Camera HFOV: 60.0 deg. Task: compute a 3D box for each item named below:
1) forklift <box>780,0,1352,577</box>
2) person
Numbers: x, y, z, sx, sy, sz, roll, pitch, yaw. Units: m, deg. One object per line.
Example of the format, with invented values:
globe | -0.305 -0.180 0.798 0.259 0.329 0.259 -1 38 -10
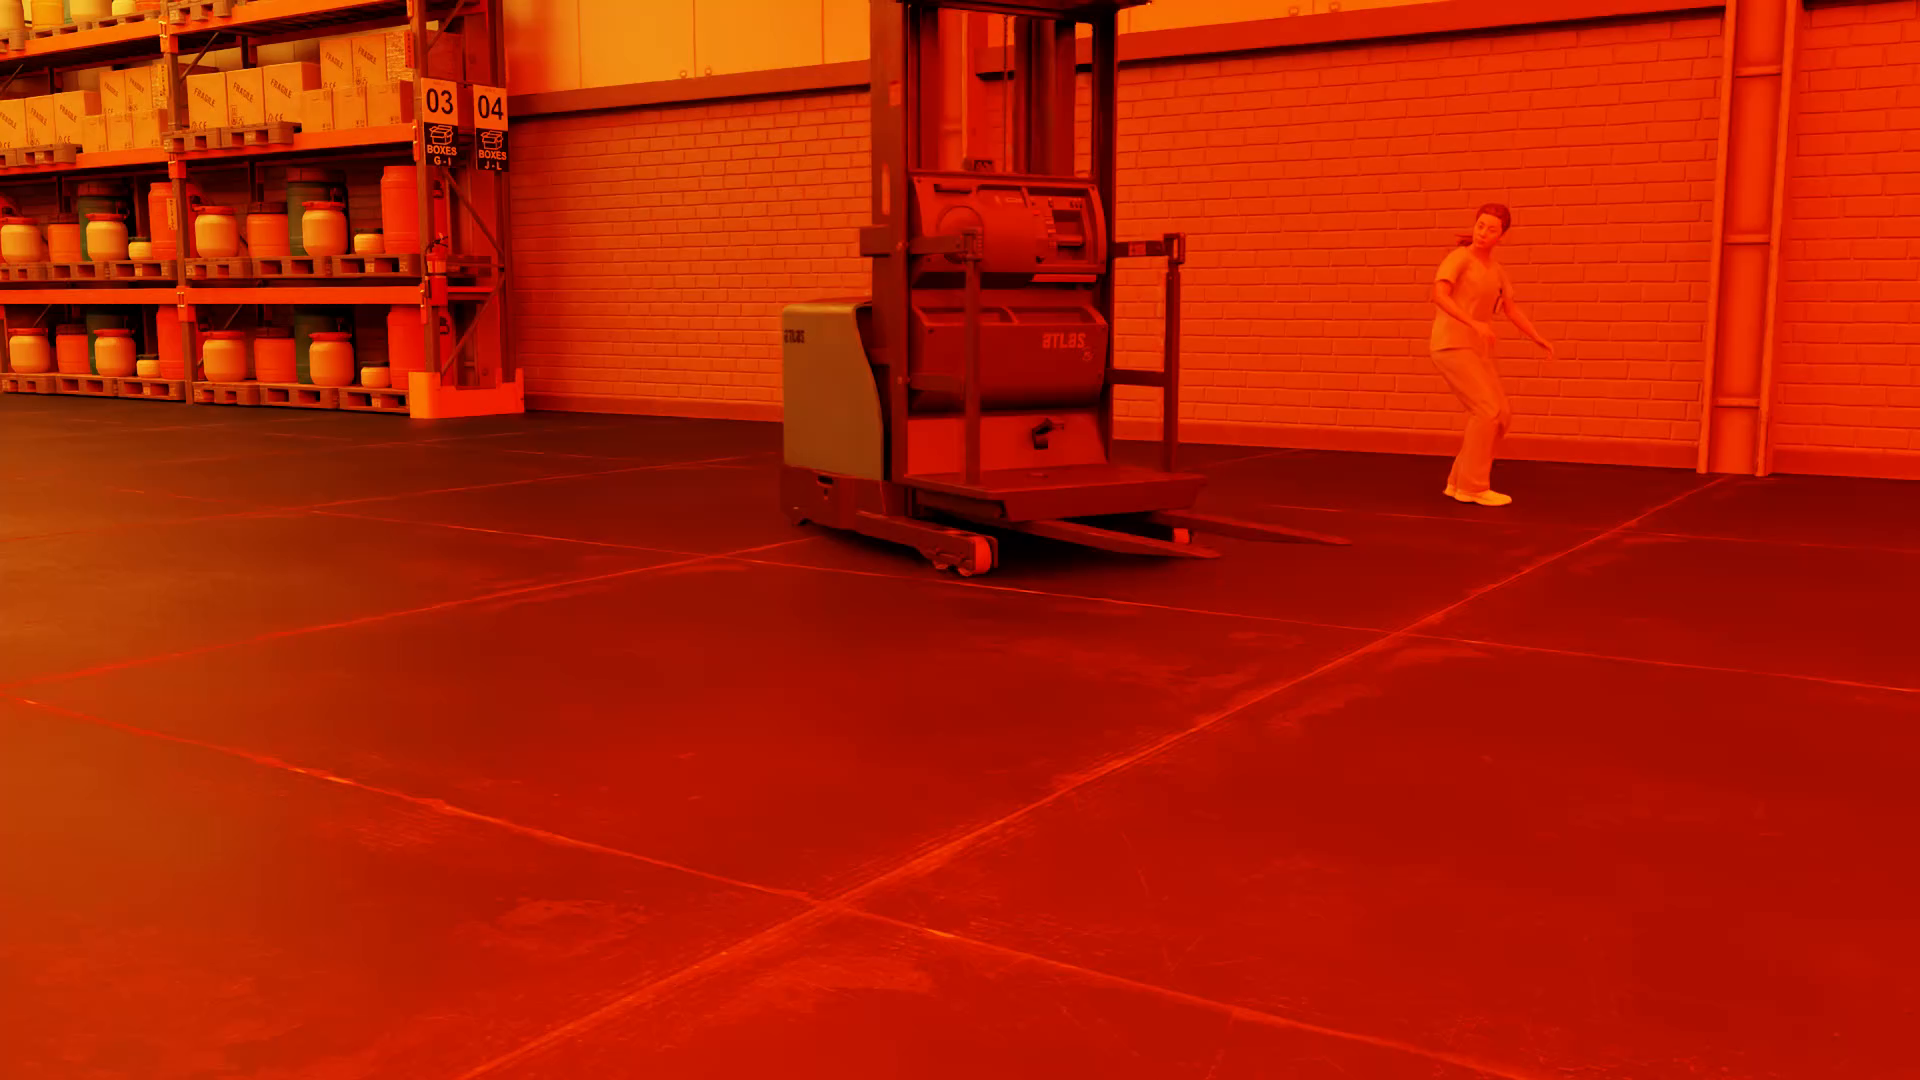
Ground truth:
forklift | 0.331 -1.378 6.885 1.130 2.935 3.031 -5 9 -31
person | 2.830 -0.984 8.936 0.534 1.621 0.673 8 11 44
